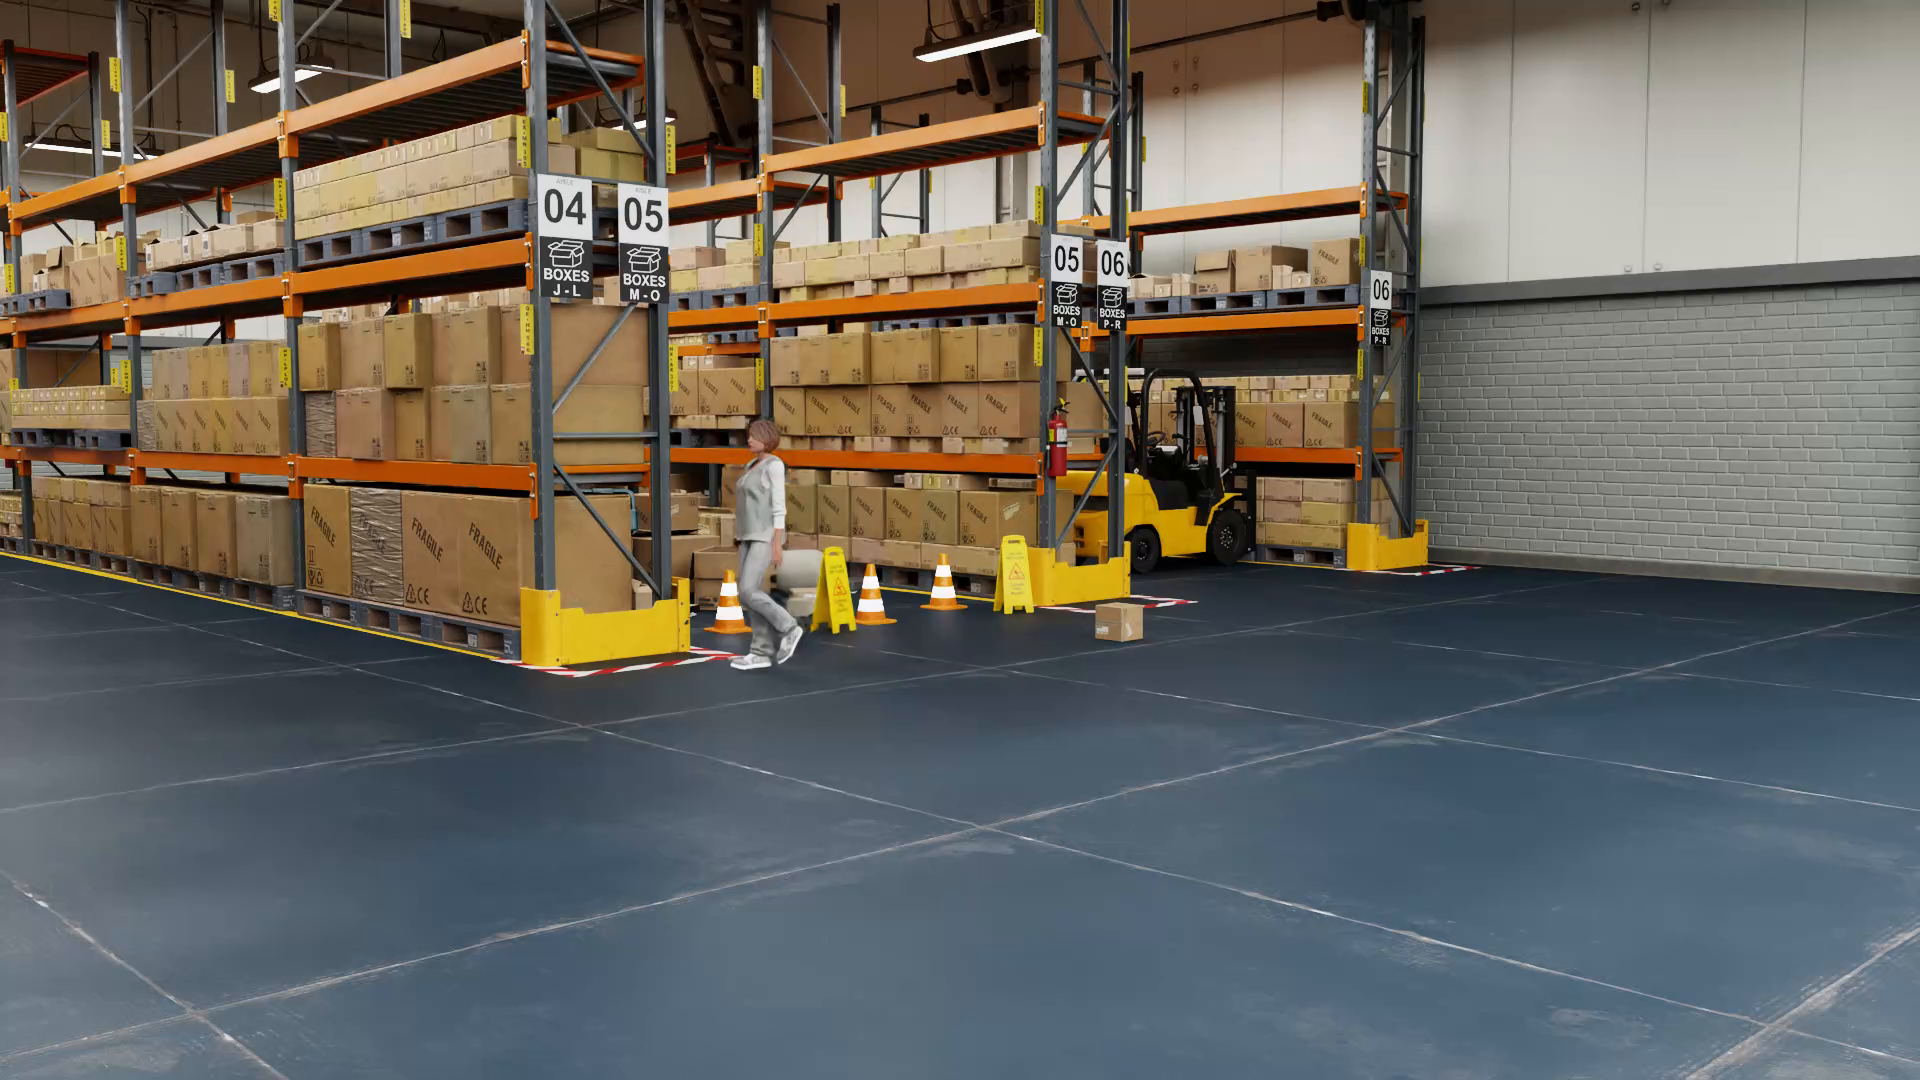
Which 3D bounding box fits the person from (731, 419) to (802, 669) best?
[{"bbox_3d":[-1.247,0.026,10.580,0.449,1.590,0.414,-2,5,-30],"label":"person"}]
